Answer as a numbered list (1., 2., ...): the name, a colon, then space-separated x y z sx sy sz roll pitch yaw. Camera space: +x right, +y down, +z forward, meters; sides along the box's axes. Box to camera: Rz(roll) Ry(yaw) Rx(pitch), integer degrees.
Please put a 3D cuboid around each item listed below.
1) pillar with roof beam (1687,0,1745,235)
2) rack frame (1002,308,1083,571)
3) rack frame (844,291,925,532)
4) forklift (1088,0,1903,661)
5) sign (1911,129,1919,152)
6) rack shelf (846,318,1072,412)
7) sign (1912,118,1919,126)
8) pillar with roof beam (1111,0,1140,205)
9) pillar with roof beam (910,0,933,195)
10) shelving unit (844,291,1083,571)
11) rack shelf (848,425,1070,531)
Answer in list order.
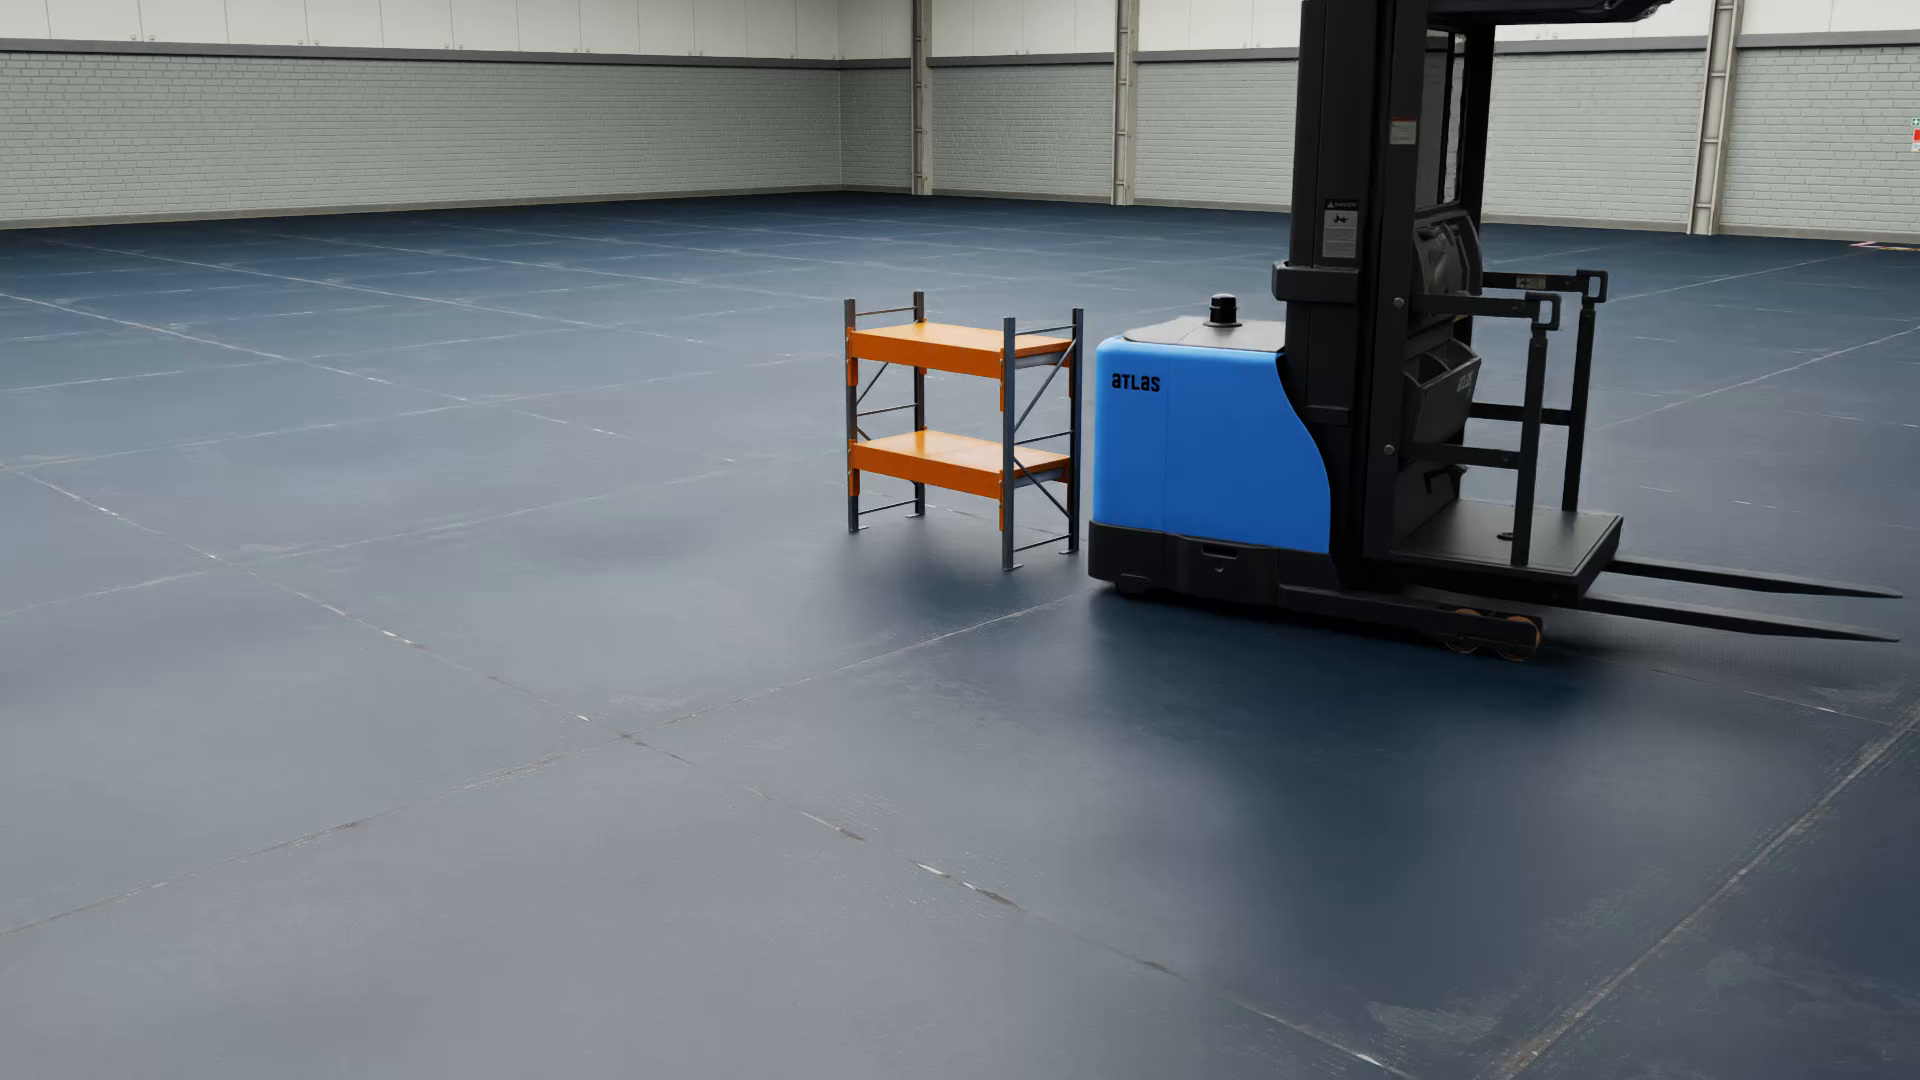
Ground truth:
1. pillar with roof beam: 9.081 -8.549 22.896 0.400 9.000 9.100 14 20 42
2. rack frame: 0.371 -0.454 7.444 0.032 1.125 0.500 14 20 42
3. rack frame: -0.361 -0.632 8.127 0.032 1.125 0.500 14 20 42
4. forklift: 2.082 -1.119 6.413 3.031 2.935 1.130 8 17 29
5. sign: 14.309 -5.950 24.747 0.234 0.329 0.001 14 20 42
6. rack shelf: 0.005 -0.826 7.712 1.000 0.278 0.538 14 20 42
7. sign: 14.306 -6.204 24.671 0.331 0.109 0.001 14 20 42
8. pillar with roof beam: 0.442 -10.649 30.956 0.400 9.000 9.100 14 20 42
9. pillar with roof beam: -3.877 -11.700 34.987 0.400 9.000 9.100 14 20 42
10. shelving unit: 0.005 -0.543 7.786 1.048 1.125 0.538 14 20 42
11. rack shelf: 0.005 -0.307 7.847 1.000 0.278 0.538 14 20 42
